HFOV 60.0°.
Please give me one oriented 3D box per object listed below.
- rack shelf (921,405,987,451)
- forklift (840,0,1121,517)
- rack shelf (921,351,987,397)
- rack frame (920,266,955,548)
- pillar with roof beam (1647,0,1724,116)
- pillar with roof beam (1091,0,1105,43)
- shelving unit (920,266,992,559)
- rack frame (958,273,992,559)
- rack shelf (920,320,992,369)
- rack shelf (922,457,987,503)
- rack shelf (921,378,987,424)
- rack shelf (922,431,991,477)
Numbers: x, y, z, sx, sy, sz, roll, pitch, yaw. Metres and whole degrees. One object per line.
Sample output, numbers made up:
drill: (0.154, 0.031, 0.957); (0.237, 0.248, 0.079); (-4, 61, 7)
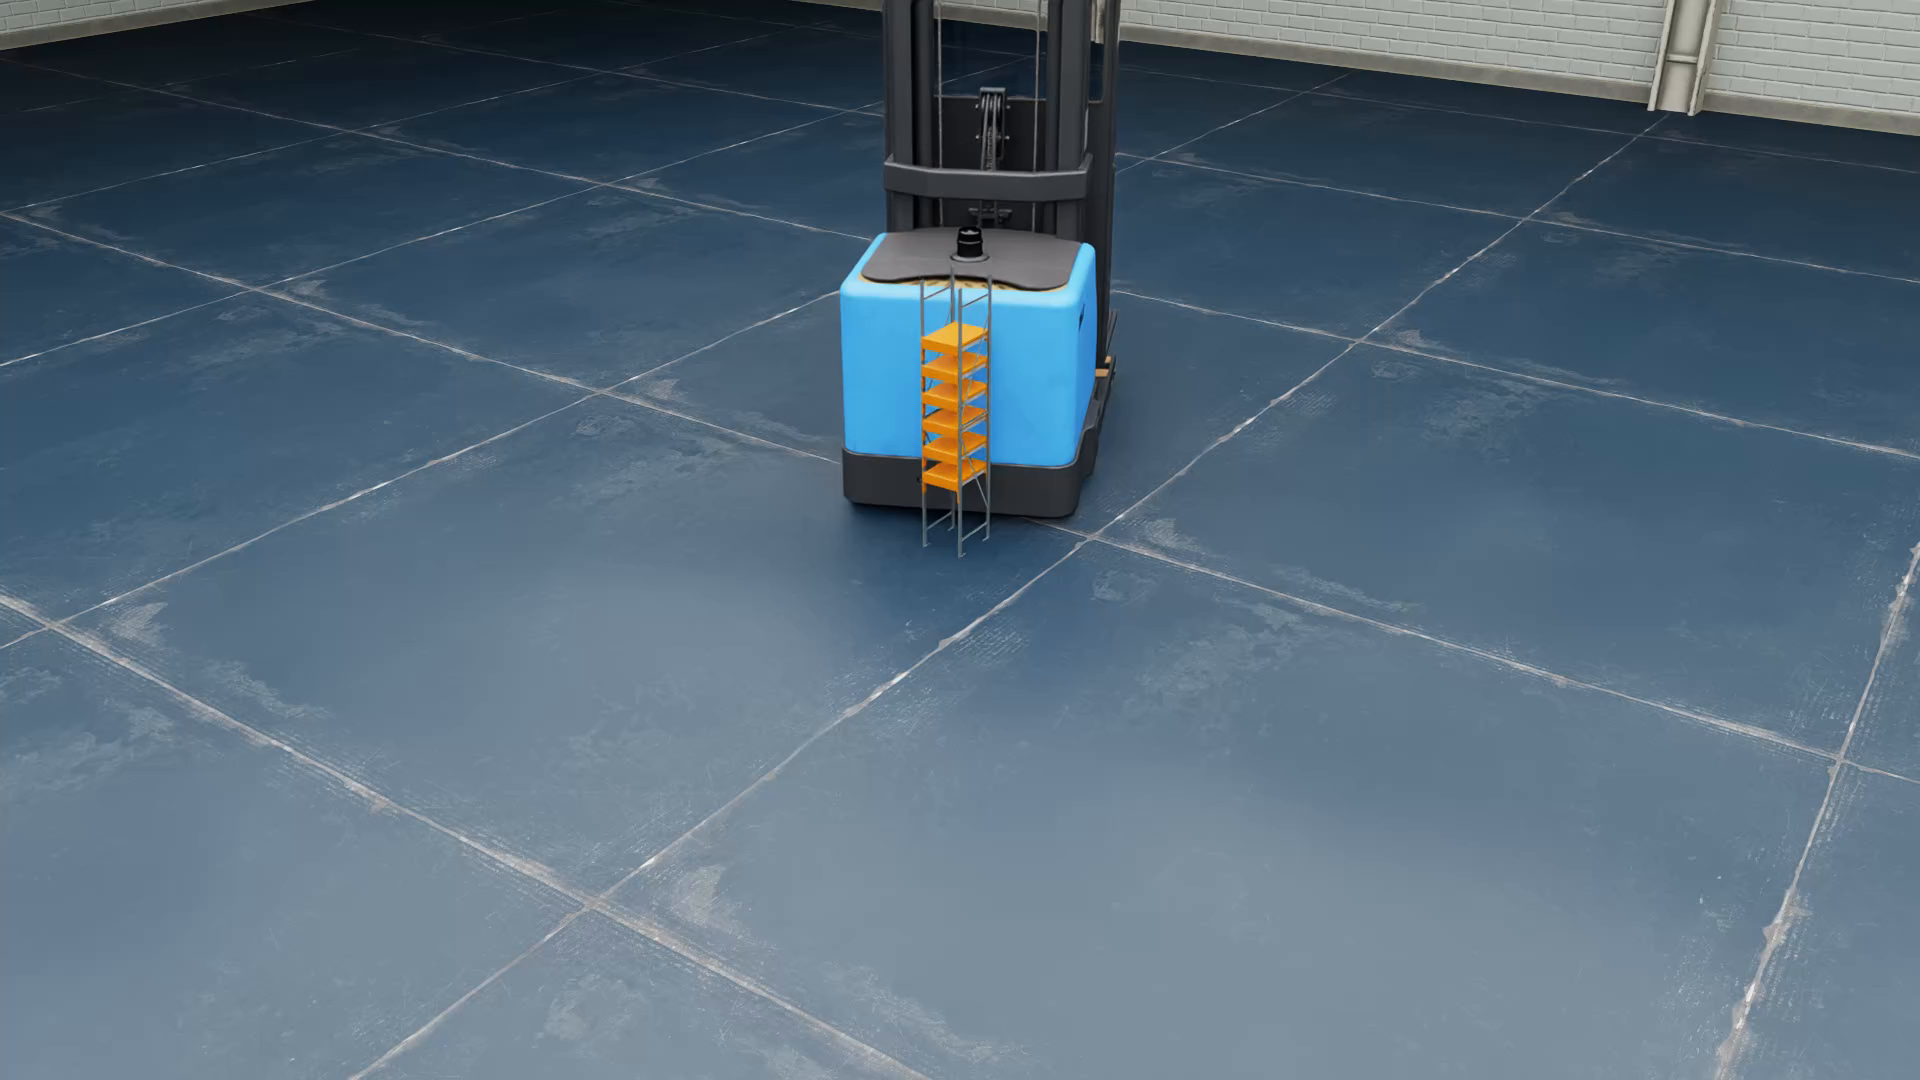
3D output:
rack shelf: (-0.015, -0.482, 6.972); (0.180, 0.103, 0.258); (17, 31, 29)
forklift: (0.228, -2.050, 8.047); (1.130, 2.935, 3.031); (4, 27, 9)
rack shelf: (-0.015, -0.696, 6.863); (0.180, 0.103, 0.258); (17, 31, 29)
rack frame: (-0.092, -0.544, 6.996); (0.006, 1.200, 0.240); (17, 31, 29)
pillar with roof beam: (3.902, -6.218, 9.547); (0.400, 9.000, 9.100); (17, 32, 30)
pillar with roof beam: (-1.043, -7.759, 12.575); (0.400, 9.000, 9.100); (17, 32, 30)
shelving unit: (-0.015, -0.521, 6.951); (0.189, 1.200, 0.258); (17, 31, 29)
rack frame: (0.061, -0.498, 6.906); (0.006, 1.200, 0.240); (17, 31, 29)
rack shelf: (-0.015, -0.802, 6.808); (0.180, 0.103, 0.258); (17, 31, 29)
rack shelf: (-0.016, -0.268, 7.081); (0.180, 0.103, 0.258); (17, 31, 29)
rack shelf: (-0.015, -0.589, 6.917); (0.180, 0.103, 0.258); (17, 31, 29)
rack shelf: (-0.015, -0.375, 7.026); (0.180, 0.103, 0.258); (17, 31, 29)
